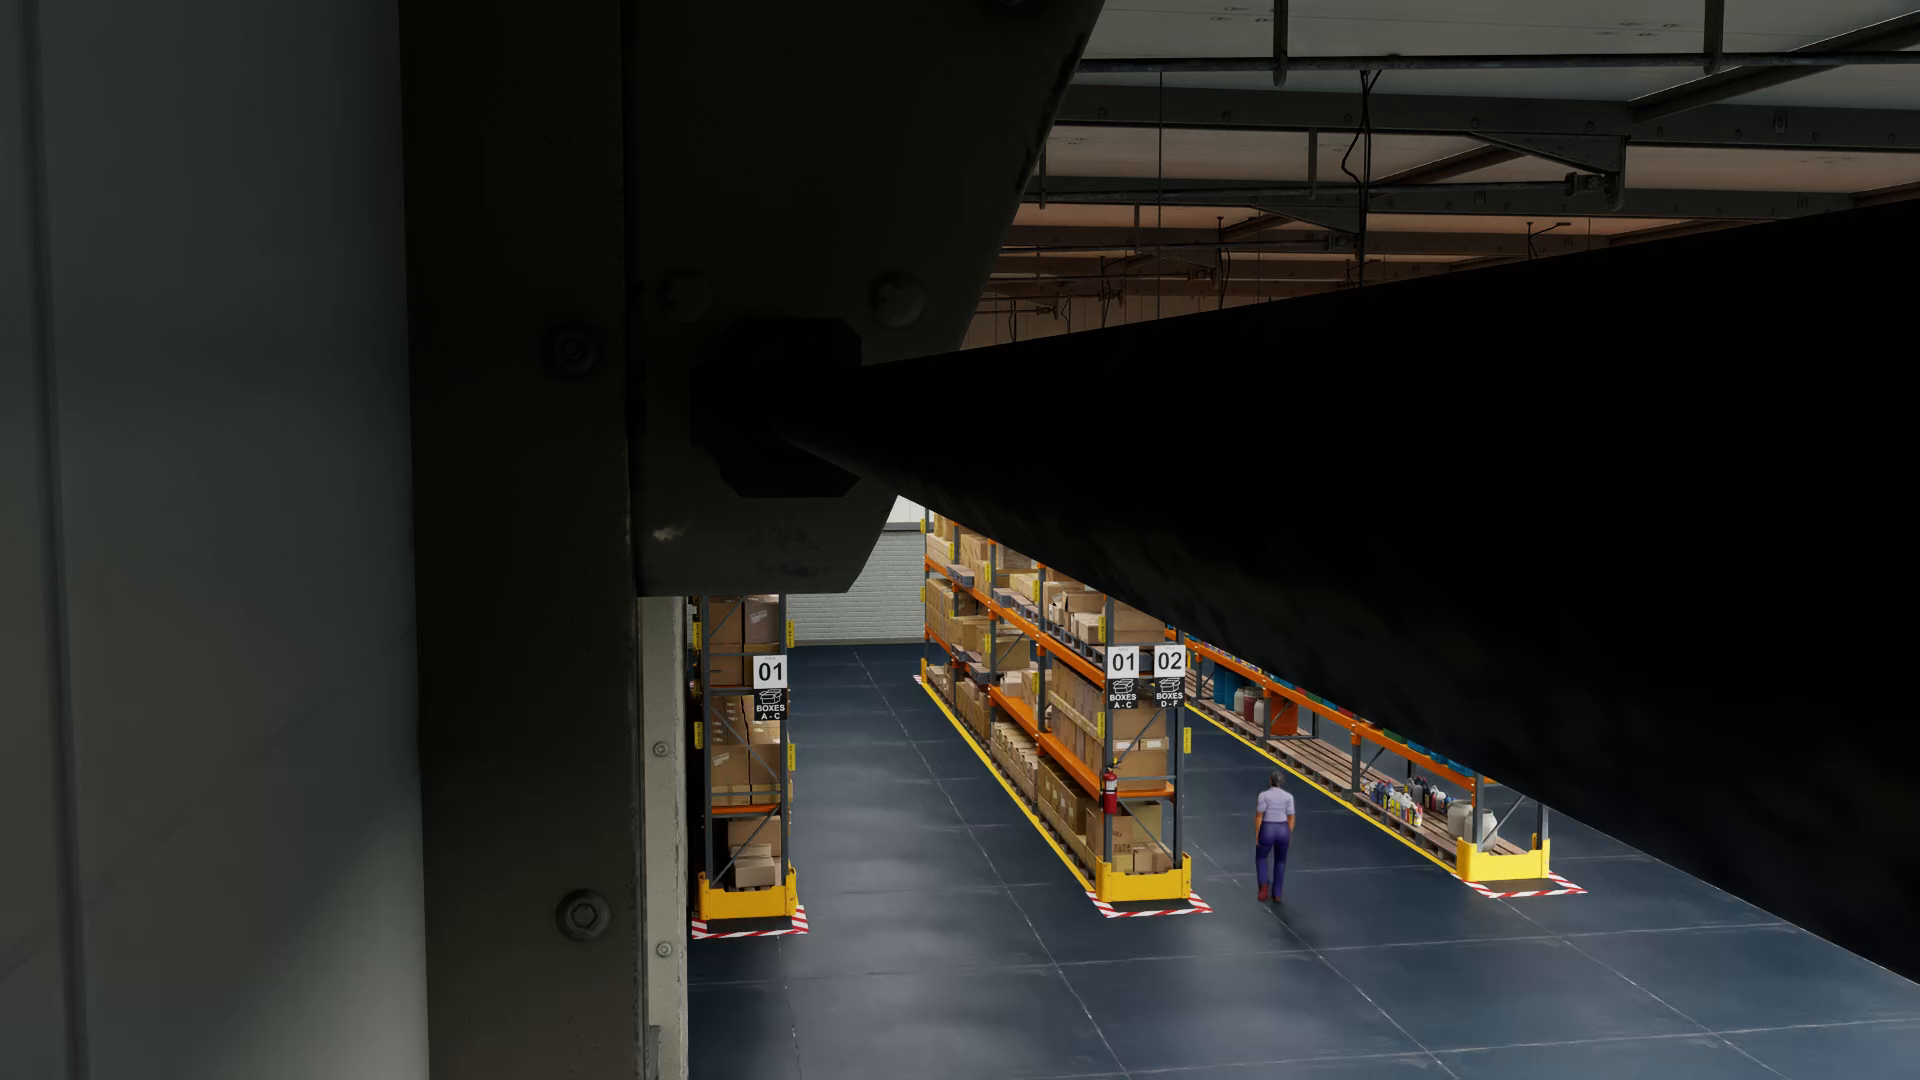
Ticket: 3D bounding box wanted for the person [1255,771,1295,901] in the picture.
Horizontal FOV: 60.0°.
[{"bbox_3d":[3.912,3.684,20.673,0.486,1.629,0.475,1,5,11],"label":"person"}]
